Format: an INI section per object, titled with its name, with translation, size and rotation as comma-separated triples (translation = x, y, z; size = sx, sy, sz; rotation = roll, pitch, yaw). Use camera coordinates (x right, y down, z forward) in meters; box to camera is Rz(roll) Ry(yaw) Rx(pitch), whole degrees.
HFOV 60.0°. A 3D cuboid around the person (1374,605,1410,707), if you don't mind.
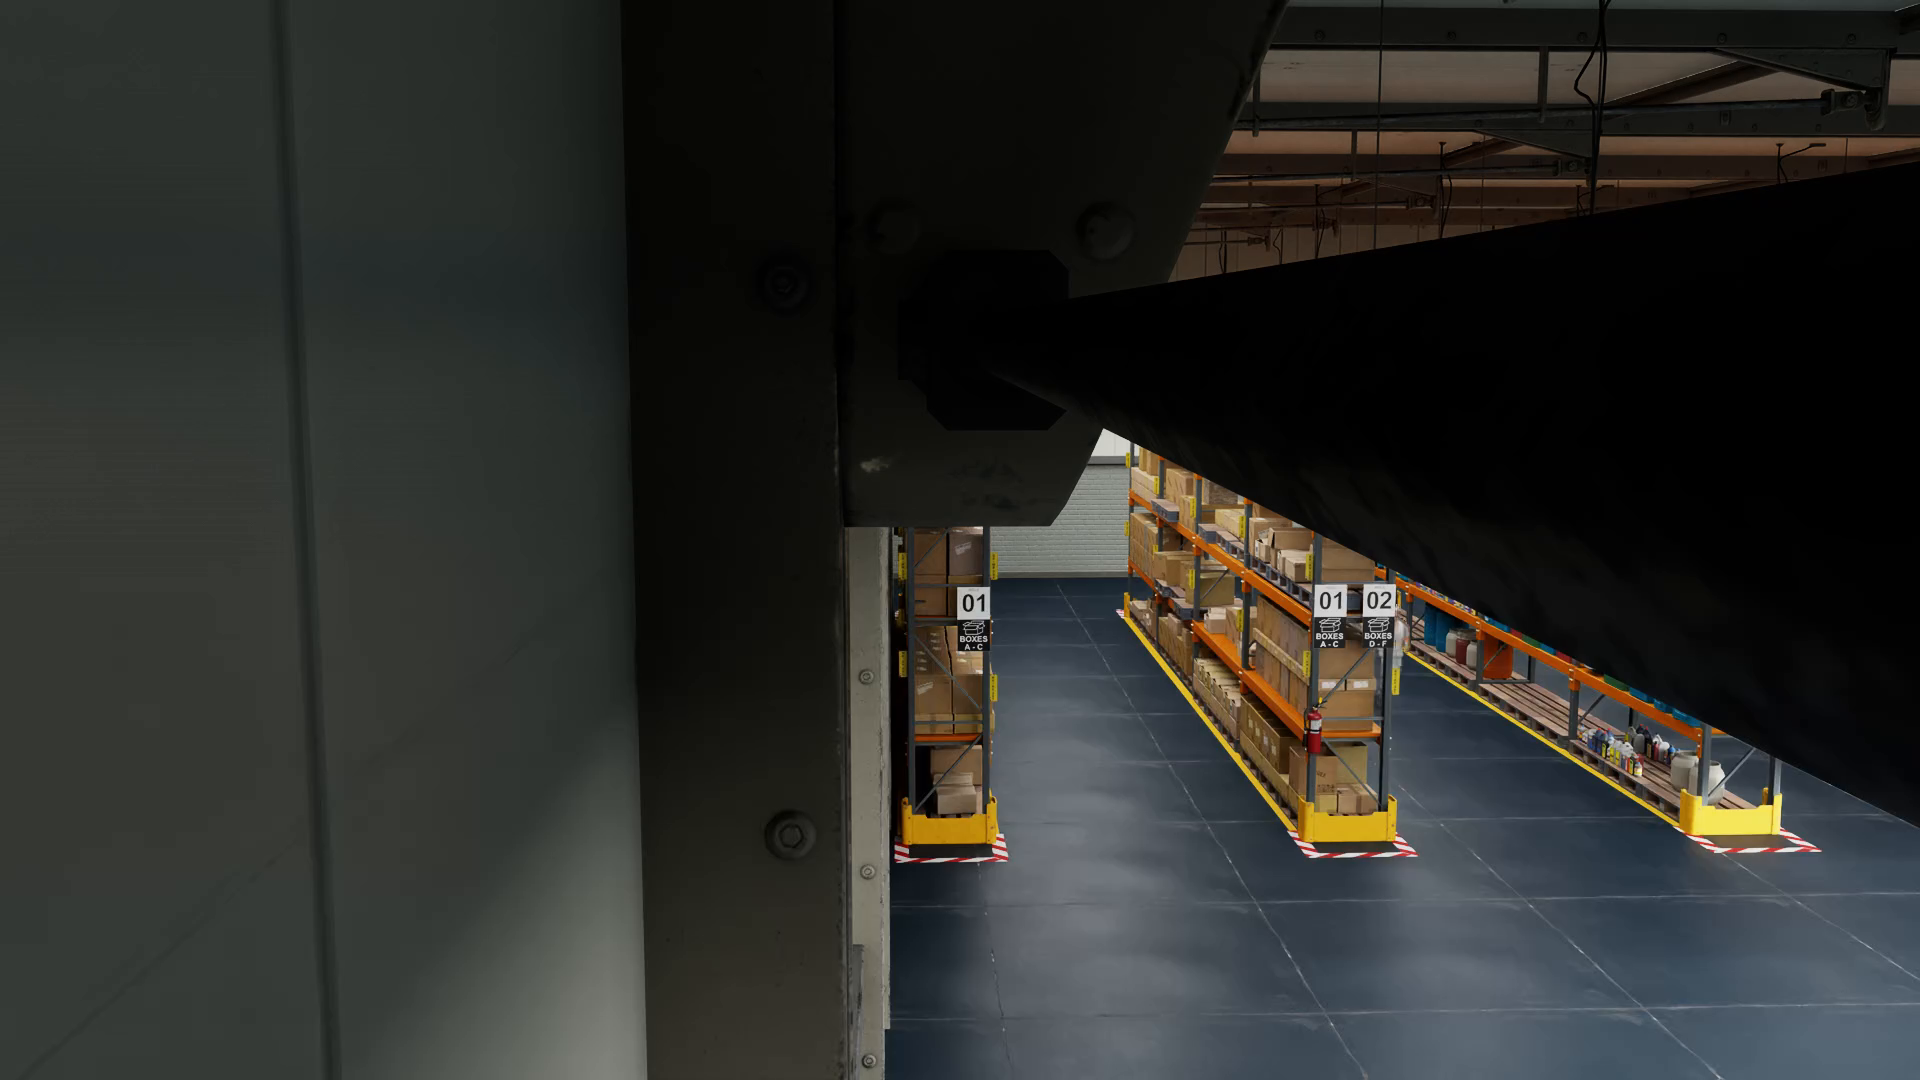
[person]
translation = 7.101, 1.947, 27.349
size = 0.637, 1.783, 0.703
rotation = -3, 8, -19
